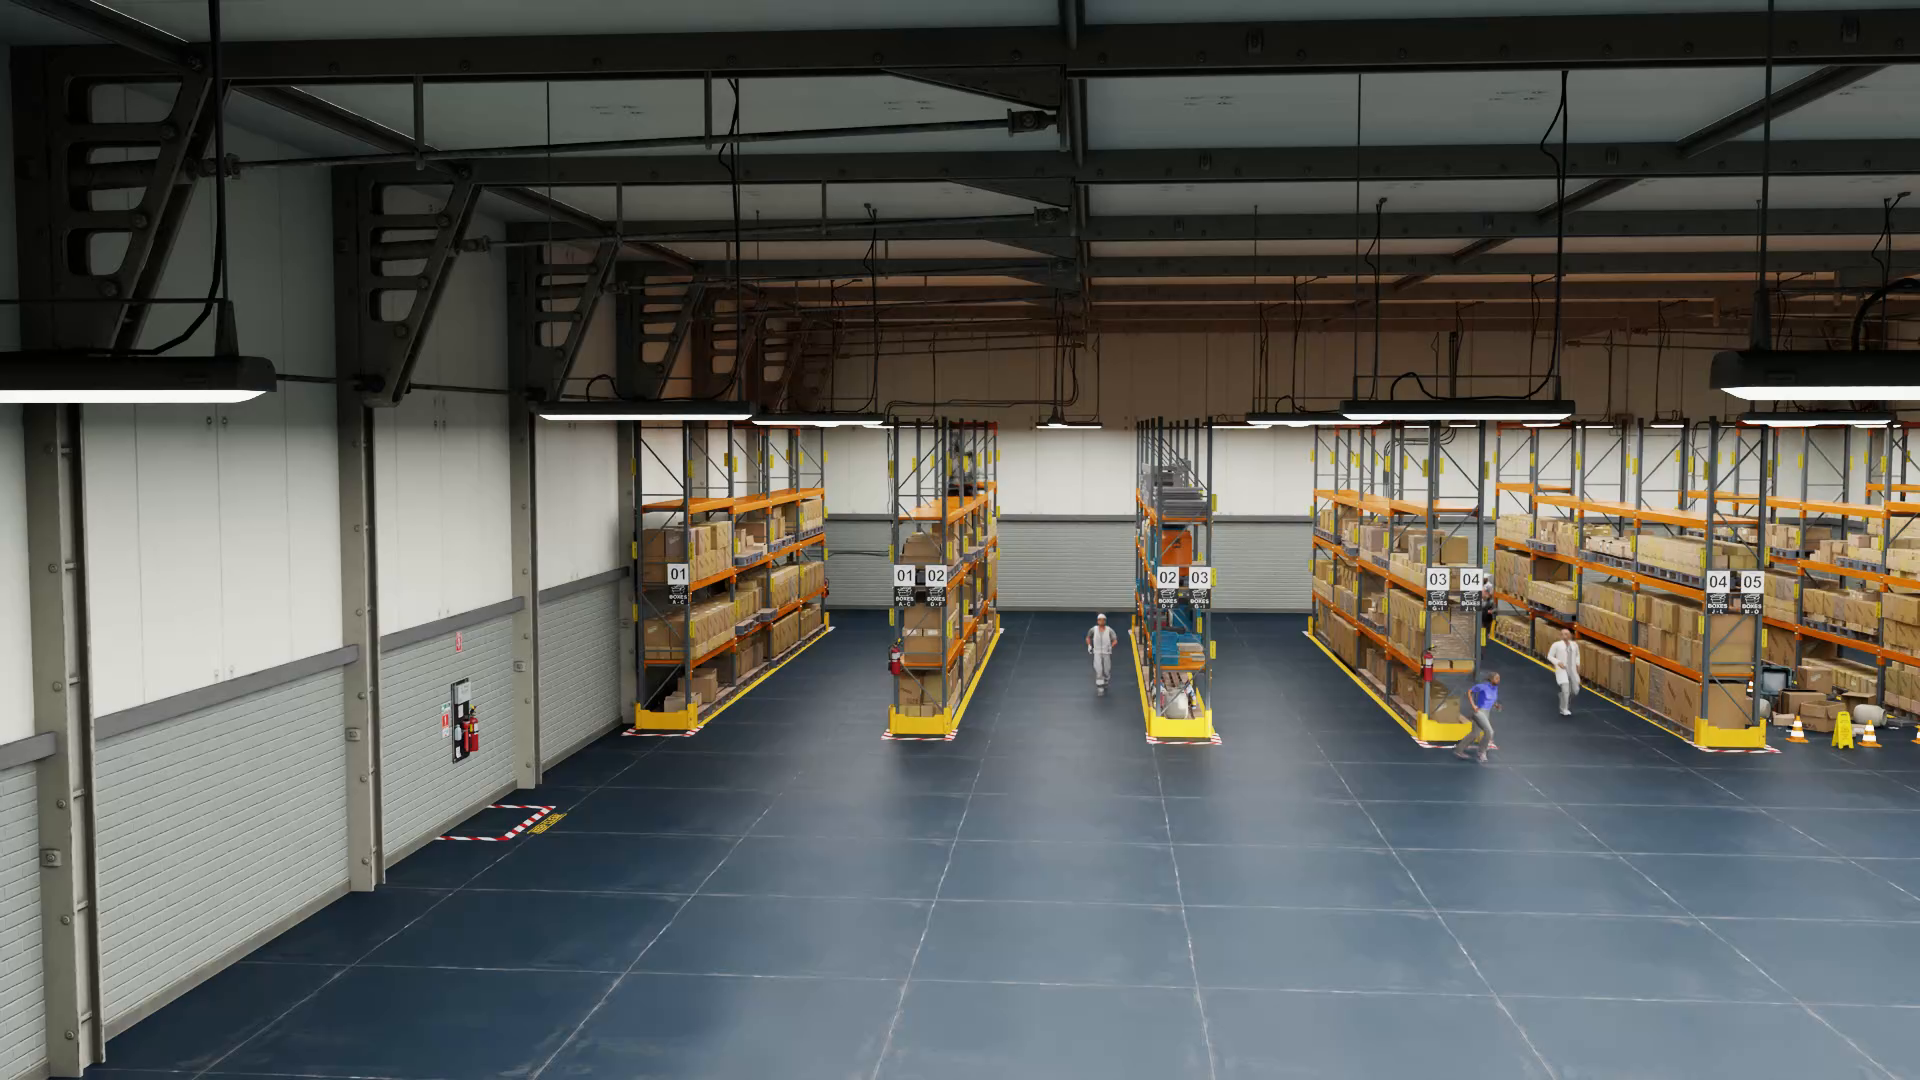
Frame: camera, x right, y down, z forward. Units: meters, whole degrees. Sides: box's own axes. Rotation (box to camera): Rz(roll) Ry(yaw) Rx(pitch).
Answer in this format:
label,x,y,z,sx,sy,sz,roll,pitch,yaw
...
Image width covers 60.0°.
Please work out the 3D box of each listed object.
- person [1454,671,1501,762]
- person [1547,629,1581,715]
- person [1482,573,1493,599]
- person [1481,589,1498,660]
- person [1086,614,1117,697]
label,x,y,z,sx,sy,sz,roll,pitch,yaw
person,9.065,3.071,28.975,0.572,1.619,0.795,-3,5,-41
person,12.238,2.662,33.590,0.706,1.724,0.663,0,4,-6
person,14.995,1.771,47.536,0.641,1.698,0.852,0,4,-7
person,13.290,2.109,42.154,0.641,1.749,0.892,1,4,9
person,3.068,2.477,36.063,0.670,1.769,0.814,0,4,6
